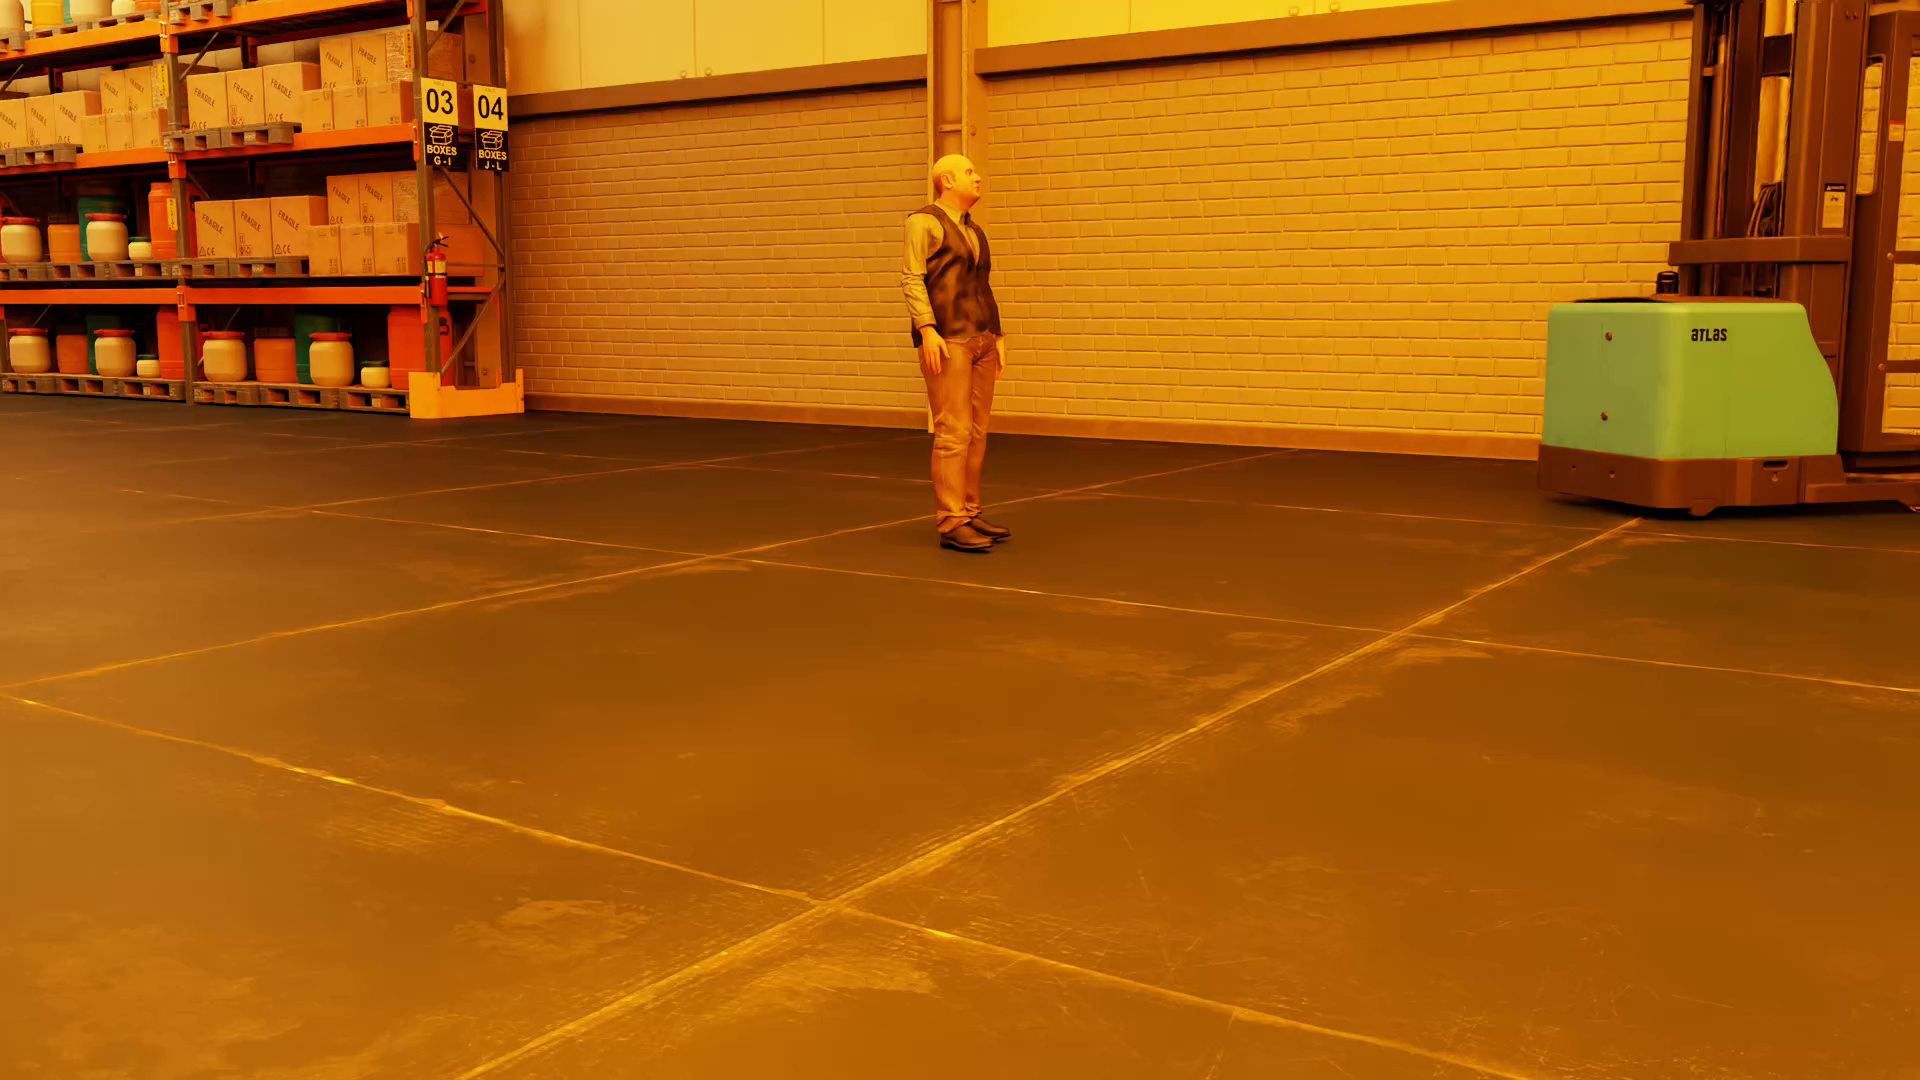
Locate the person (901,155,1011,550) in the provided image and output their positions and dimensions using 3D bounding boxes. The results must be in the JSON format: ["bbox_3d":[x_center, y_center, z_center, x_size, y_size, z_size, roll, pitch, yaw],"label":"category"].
[{"bbox_3d":[0.047,-0.854,7.441,0.568,1.720,0.632,5,10,34],"label":"person"}]

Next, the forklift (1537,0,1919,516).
[{"bbox_3d":[4.725,-1.664,8.894,3.031,2.935,1.130,-3,8,-17],"label":"forklift"}]
